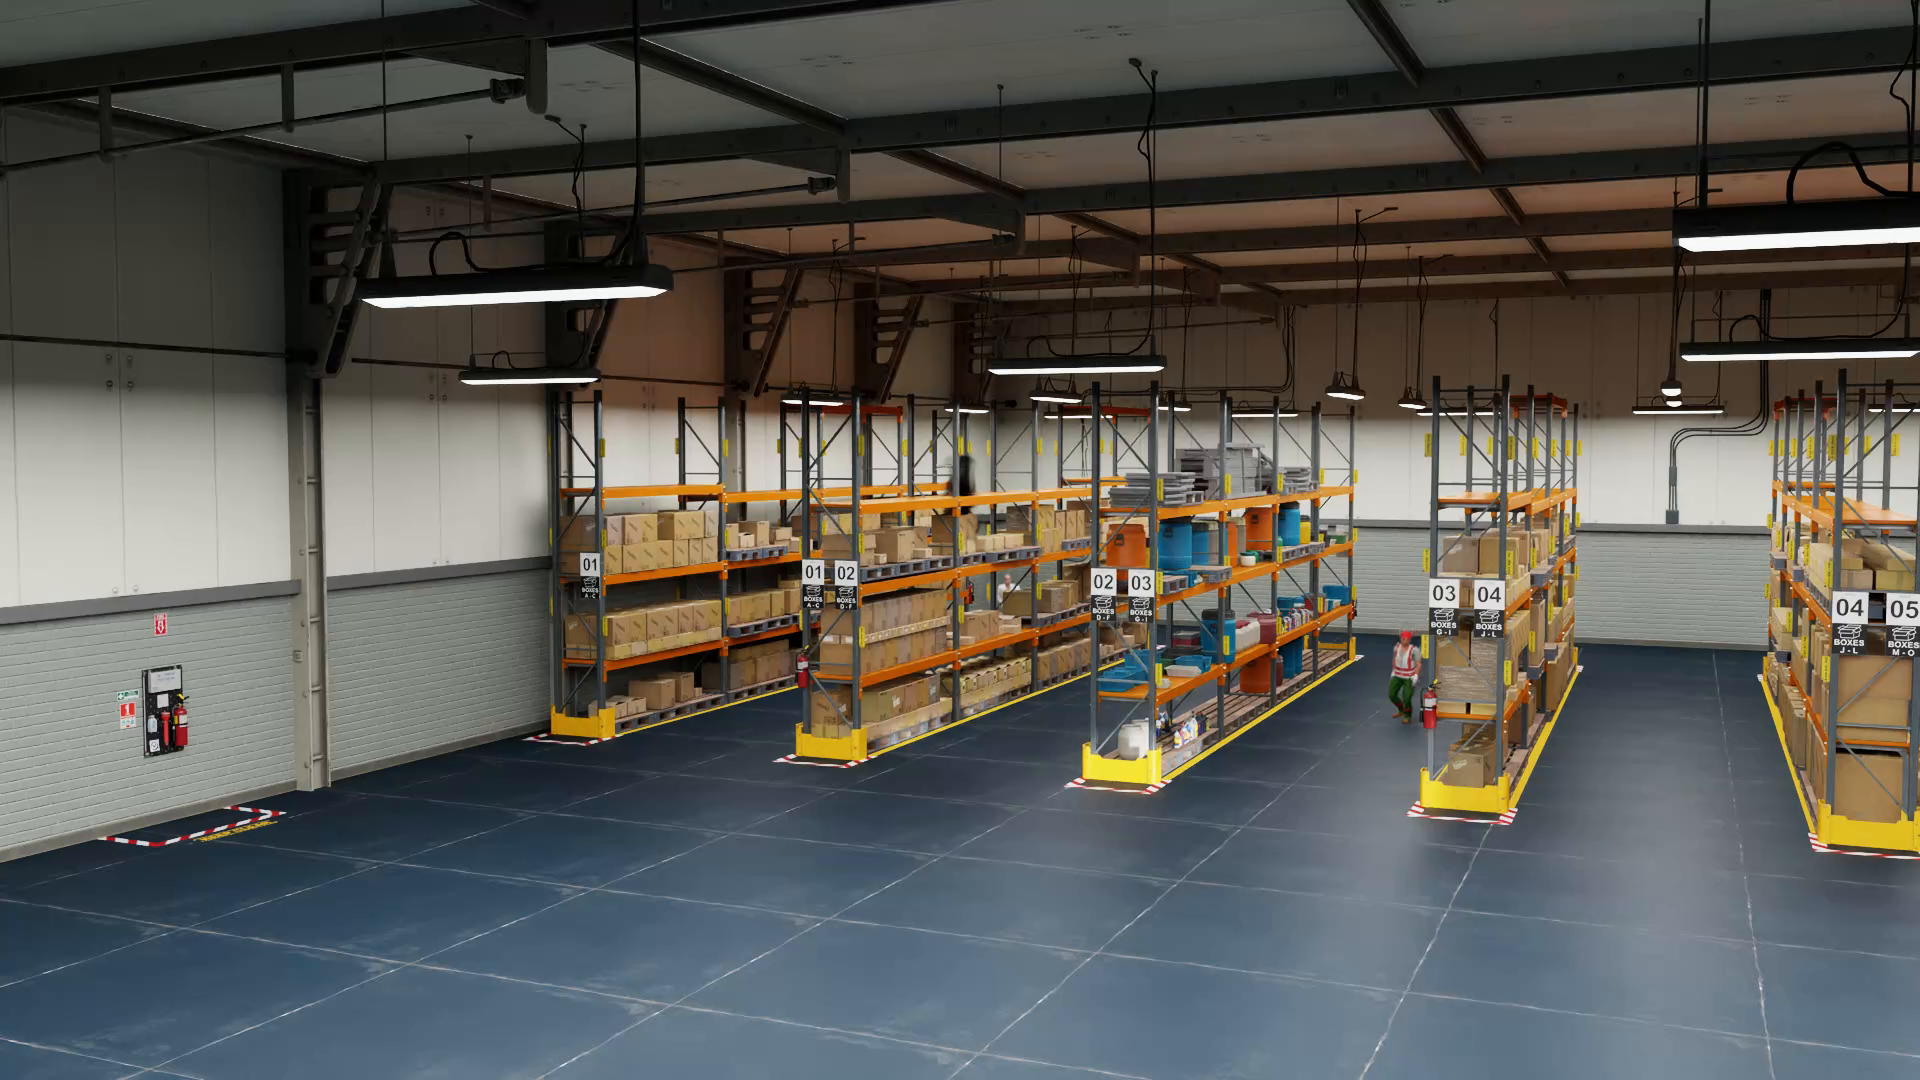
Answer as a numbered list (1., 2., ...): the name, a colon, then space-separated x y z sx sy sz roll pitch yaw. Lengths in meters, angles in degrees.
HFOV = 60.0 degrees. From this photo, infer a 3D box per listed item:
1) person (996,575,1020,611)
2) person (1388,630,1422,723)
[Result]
1. person: 1.276 1.757 42.994 0.663 1.725 0.729 0 3 -6
2. person: 8.019 2.473 30.016 0.705 1.719 0.596 3 4 41
